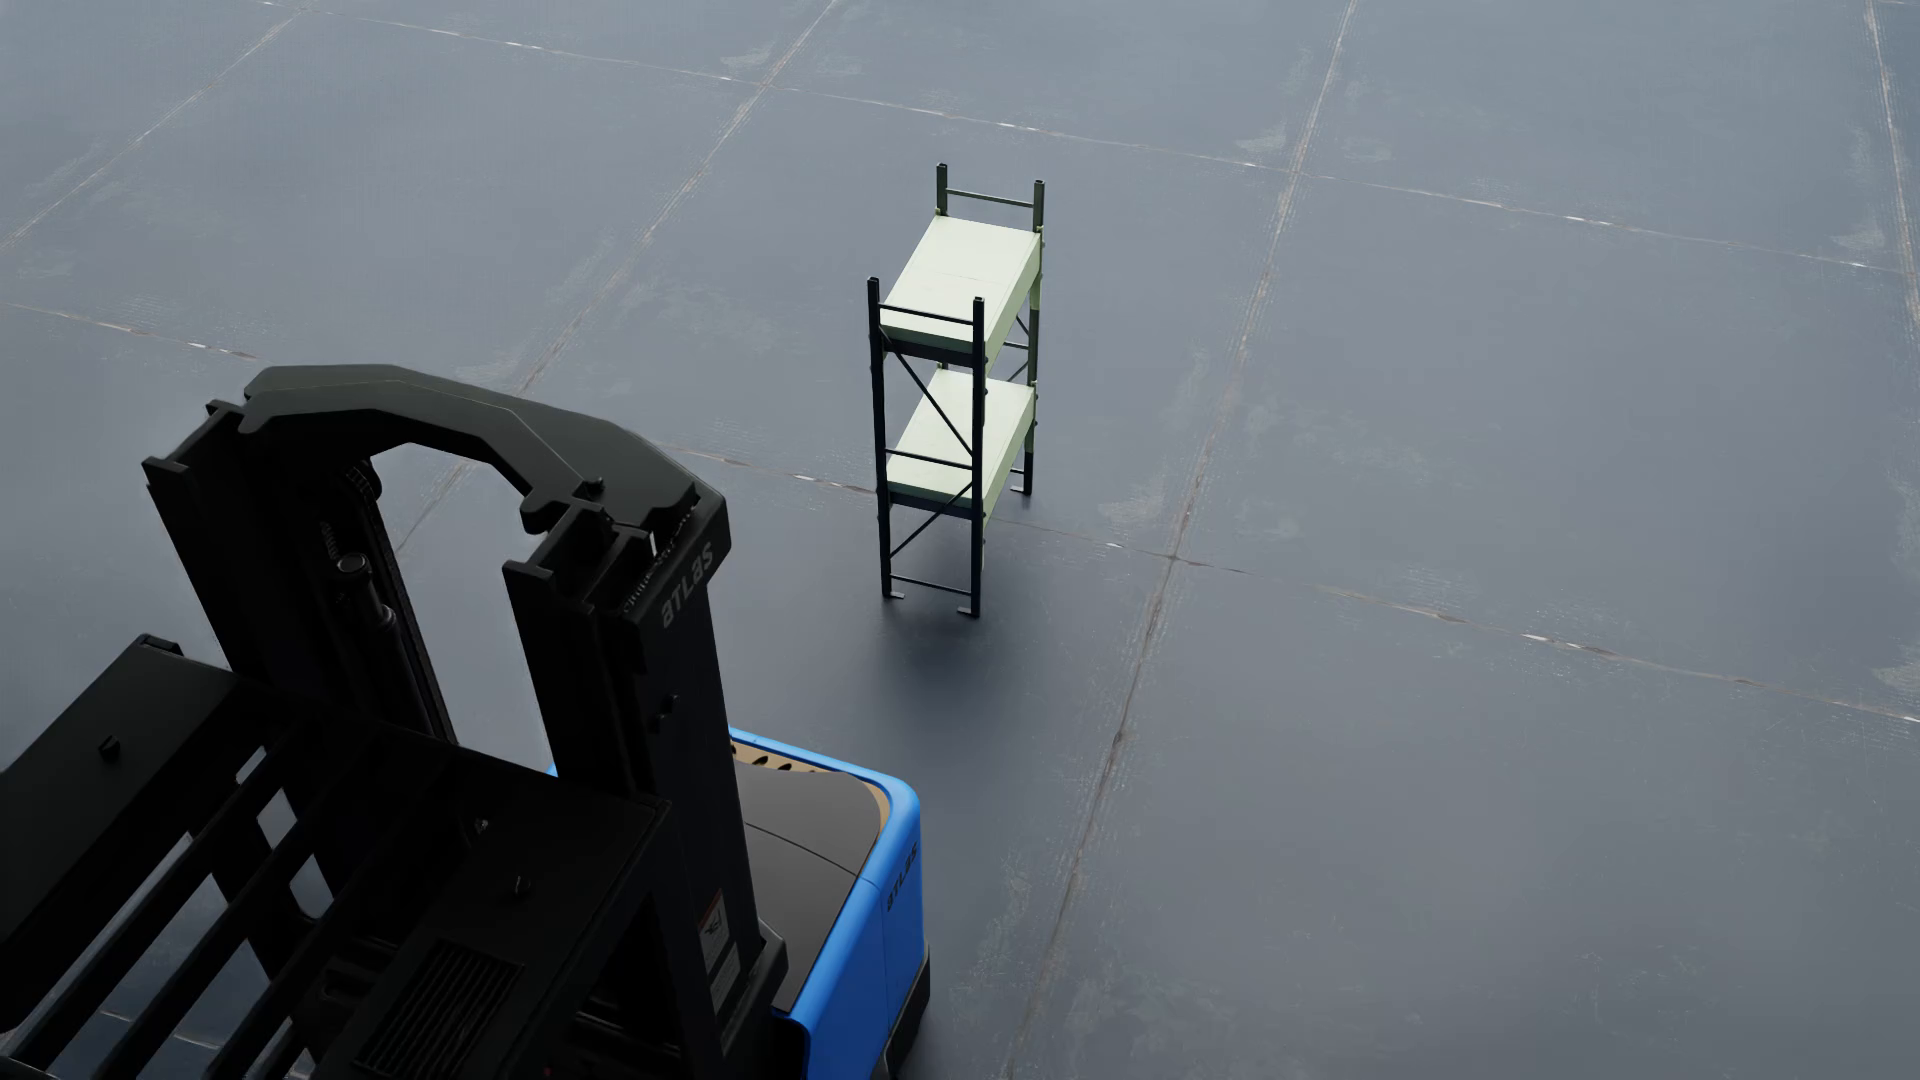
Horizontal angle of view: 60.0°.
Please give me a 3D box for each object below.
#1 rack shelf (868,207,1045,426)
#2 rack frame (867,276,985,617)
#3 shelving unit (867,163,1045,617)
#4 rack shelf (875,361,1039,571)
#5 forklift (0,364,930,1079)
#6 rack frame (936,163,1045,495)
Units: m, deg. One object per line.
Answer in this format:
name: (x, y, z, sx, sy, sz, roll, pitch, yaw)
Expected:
rack shelf: (-0.002, -0.811, 5.948, 0.431, 0.370, 0.720, 13, 46, 12)
rack frame: (-0.113, -0.288, 5.972, 0.400, 1.500, 0.023, 13, 46, 12)
shelving unit: (-0.002, -0.532, 6.221, 0.431, 1.500, 0.755, 13, 46, 12)
rack shelf: (-0.002, -0.299, 6.449, 0.431, 0.370, 0.720, 13, 46, 12)
forklift: (-1.088, 1.234, 3.394, 1.130, 2.935, 3.031, 15, 46, 15)
rack frame: (0.109, -0.776, 6.470, 0.400, 1.500, 0.023, 13, 46, 12)
